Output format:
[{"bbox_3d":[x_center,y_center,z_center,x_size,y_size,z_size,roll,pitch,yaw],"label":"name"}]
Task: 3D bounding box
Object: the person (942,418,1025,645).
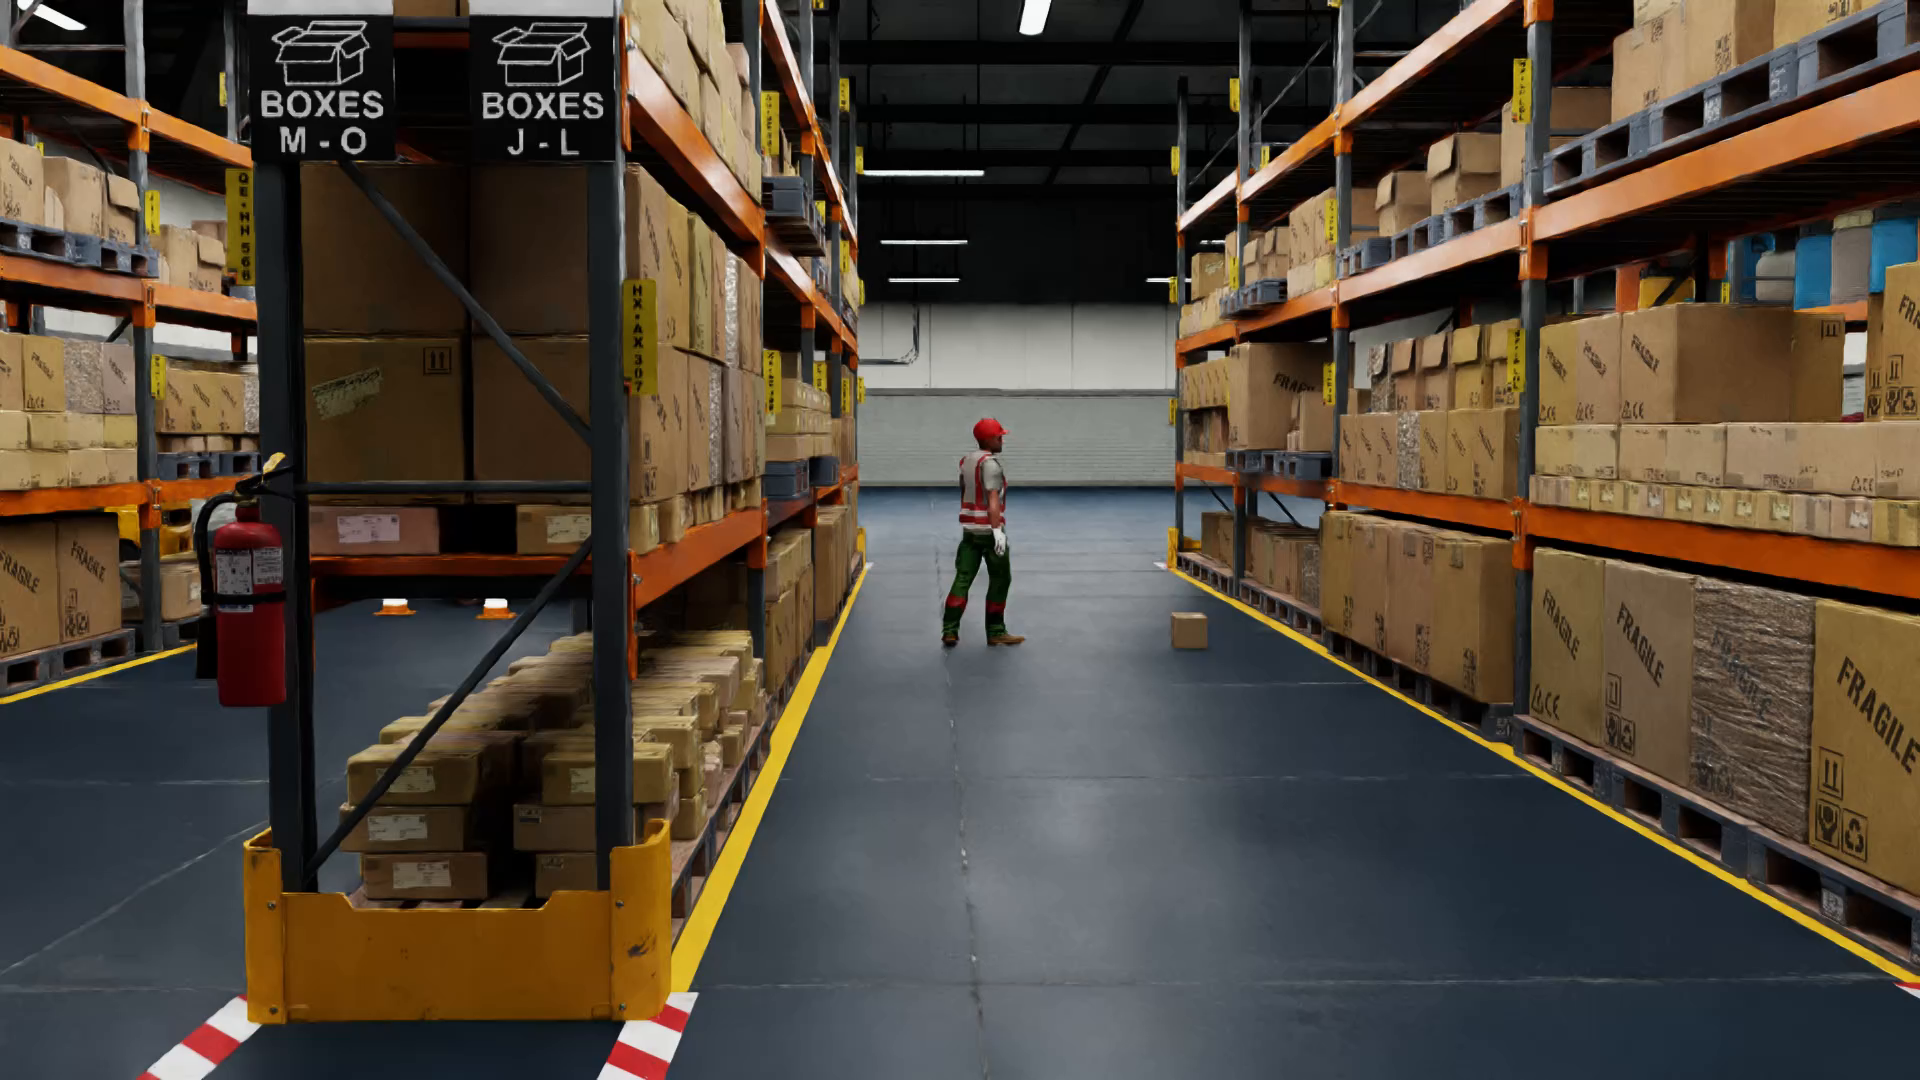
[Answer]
[{"bbox_3d":[0.181,-0.065,13.037,0.618,1.783,0.678,-2,4,-31],"label":"person"}]
